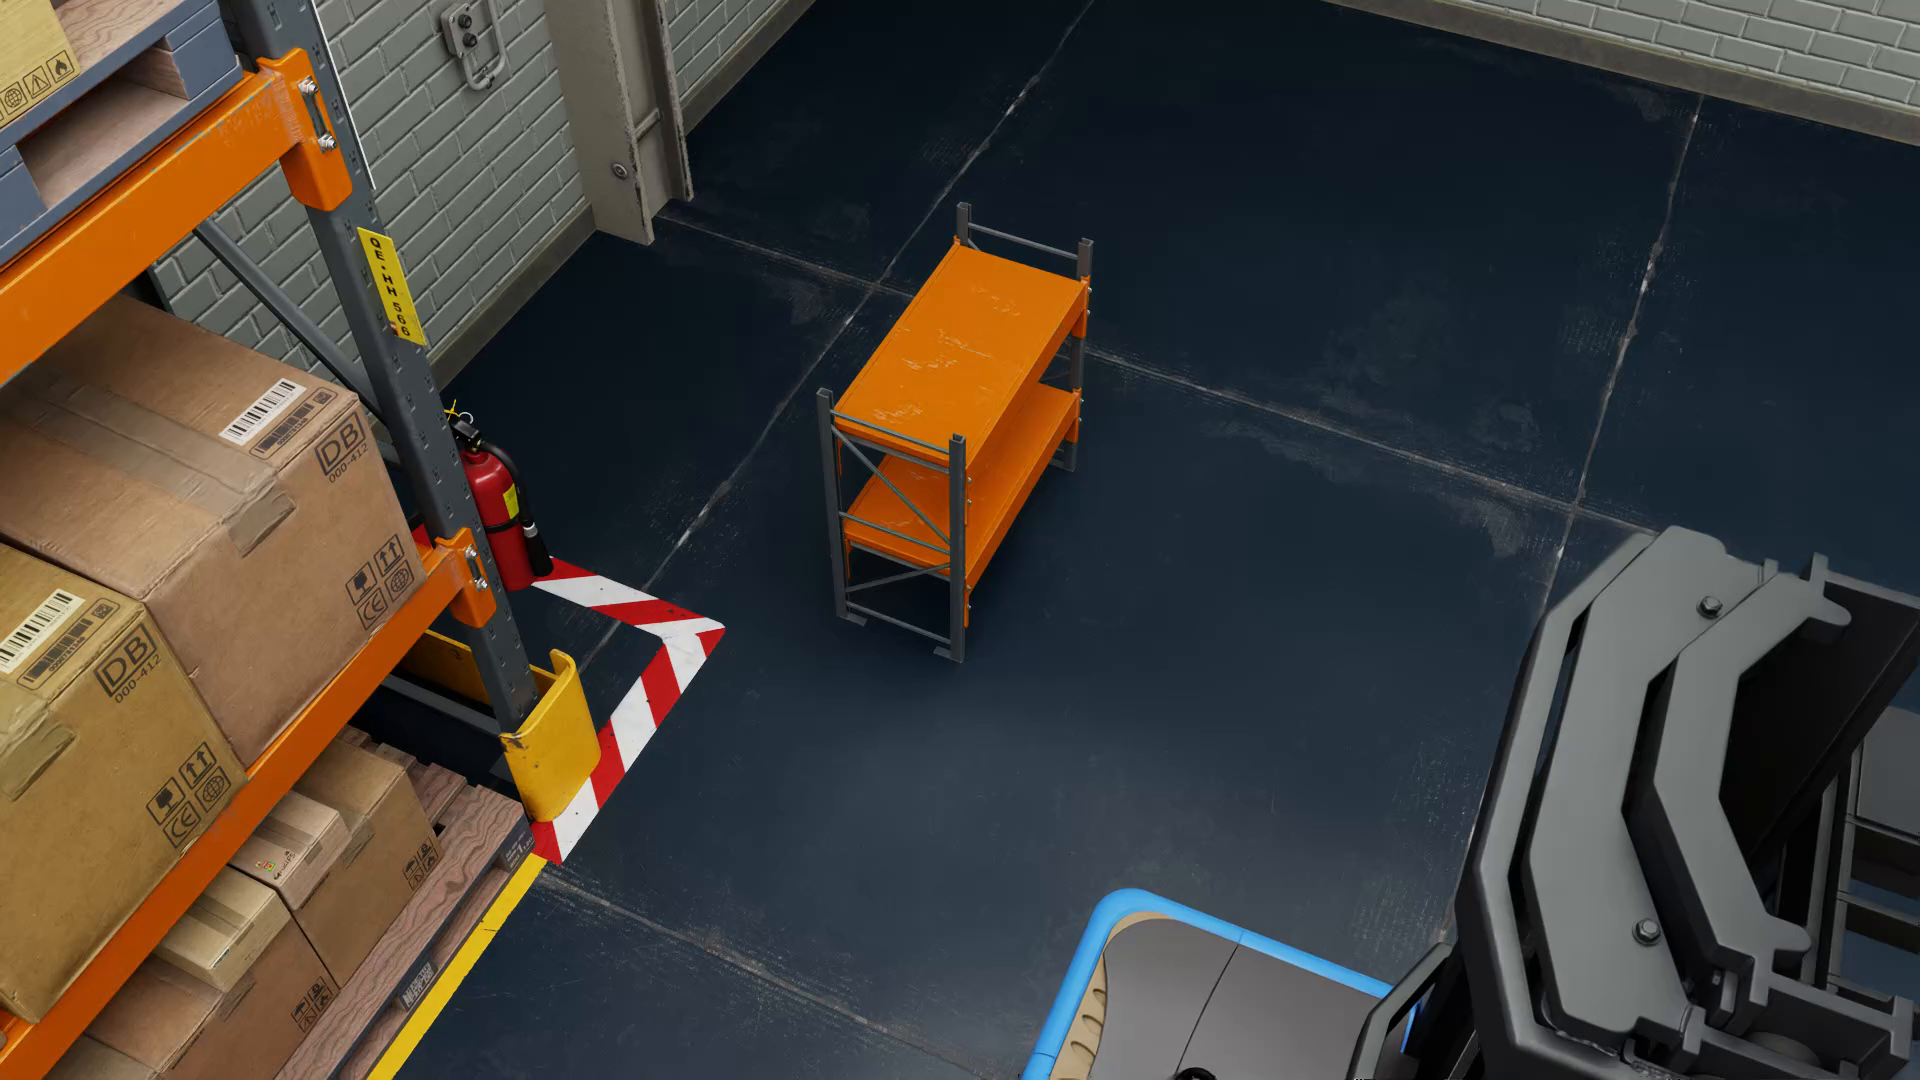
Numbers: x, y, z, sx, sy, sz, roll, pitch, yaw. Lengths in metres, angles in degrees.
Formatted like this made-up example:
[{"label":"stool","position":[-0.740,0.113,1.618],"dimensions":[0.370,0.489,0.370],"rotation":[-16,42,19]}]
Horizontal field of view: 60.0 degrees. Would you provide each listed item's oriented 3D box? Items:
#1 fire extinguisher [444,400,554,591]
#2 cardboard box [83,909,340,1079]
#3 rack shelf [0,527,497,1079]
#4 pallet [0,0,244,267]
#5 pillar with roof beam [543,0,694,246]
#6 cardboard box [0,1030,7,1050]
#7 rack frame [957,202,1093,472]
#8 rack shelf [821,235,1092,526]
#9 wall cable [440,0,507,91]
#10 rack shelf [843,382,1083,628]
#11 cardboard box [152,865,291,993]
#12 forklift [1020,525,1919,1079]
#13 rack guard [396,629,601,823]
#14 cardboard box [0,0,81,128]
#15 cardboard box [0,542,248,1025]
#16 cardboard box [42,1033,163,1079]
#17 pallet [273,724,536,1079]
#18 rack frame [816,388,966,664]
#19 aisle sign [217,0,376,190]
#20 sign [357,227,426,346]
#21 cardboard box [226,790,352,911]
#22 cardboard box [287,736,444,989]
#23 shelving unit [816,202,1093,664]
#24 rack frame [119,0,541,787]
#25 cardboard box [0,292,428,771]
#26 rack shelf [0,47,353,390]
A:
[{"label":"fire extinguisher","position":[-1.323,-0.127,4.684],"dimensions":[0.296,0.674,0.183],"rotation":[20,52,16]},{"label":"cardboard box","position":[-2.227,1.214,4.613],"dimensions":[0.700,0.500,0.500],"rotation":[20,52,16]},{"label":"rack shelf","position":[-2.659,1.291,3.654],"dimensions":[1.077,0.370,4.000],"rotation":[20,52,16]},{"label":"pallet","position":[-2.112,-0.749,3.006],"dimensions":[1.003,0.211,1.213],"rotation":[20,52,16]},{"label":"pillar with roof beam","position":[2.459,-3.003,2.897],"dimensions":[9.100,9.000,0.400],"rotation":[20,52,16]},{"label":"cardboard box","position":[-2.648,0.964,3.263],"dimensions":[0.980,0.700,0.700],"rotation":[18,52,14]},{"label":"rack frame","position":[0.220,-0.719,6.123],"dimensions":[0.500,1.125,0.032],"rotation":[20,52,16]},{"label":"rack shelf","position":[0.003,-0.559,5.603],"dimensions":[0.538,0.278,1.000],"rotation":[20,52,16]},{"label":"wall cable","position":[-2.113,-1.838,5.177],"dimensions":[0.084,1.984,1.851],"rotation":[20,52,16]},{"label":"rack shelf","position":[0.003,-0.211,6.012],"dimensions":[0.538,0.278,1.000],"rotation":[20,52,16]},{"label":"cardboard box","position":[-2.012,0.983,4.384],"dimensions":[0.380,0.149,0.250],"rotation":[21,53,17]},{"label":"forklift","position":[1.537,1.385,3.147],"dimensions":[3.031,2.935,1.130],"rotation":[19,52,15]},{"label":"rack guard","position":[-1.795,0.474,5.518],"dimensions":[1.175,0.500,0.348],"rotation":[20,52,16]},{"label":"cardboard box","position":[-1.878,-0.821,2.766],"dimensions":[0.500,0.250,0.500],"rotation":[21,53,17]},{"label":"cardboard box","position":[-2.314,0.442,3.707],"dimensions":[0.980,0.700,0.700],"rotation":[19,52,16]},{"label":"cardboard box","position":[-2.441,1.560,4.318],"dimensions":[0.700,0.500,0.500],"rotation":[18,52,15]},{"label":"pallet","position":[-2.076,1.160,5.124],"dimensions":[1.003,0.211,1.213],"rotation":[20,52,16]},{"label":"rack frame","position":[-0.214,-0.019,5.528],"dimensions":[0.500,1.125,0.032],"rotation":[20,52,16]},{"label":"aisle sign","position":[-1.503,-1.114,3.521],"dimensions":[0.394,0.787,0.004],"rotation":[20,52,16]},{"label":"sign","position":[-1.320,-0.585,3.863],"dimensions":[0.100,0.325,0.005],"rotation":[20,52,16]},{"label":"cardboard box","position":[-1.904,0.807,4.534],"dimensions":[0.380,0.149,0.250],"rotation":[19,52,16]},{"label":"cardboard box","position":[-2.013,0.869,4.906],"dimensions":[0.700,0.500,0.500],"rotation":[20,52,16]},{"label":"shelving unit","position":[0.003,-0.369,5.826],"dimensions":[0.538,1.125,1.048],"rotation":[20,52,16]},{"label":"rack frame","position":[-1.805,-0.319,4.552],"dimensions":[1.000,3.000,0.127],"rotation":[20,52,16]},{"label":"cardboard box","position":[-2.014,-0.062,4.136],"dimensions":[0.980,0.700,0.700],"rotation":[22,53,18]},{"label":"rack shelf","position":[-2.659,0.319,2.512],"dimensions":[1.077,0.370,4.000],"rotation":[20,52,16]}]
